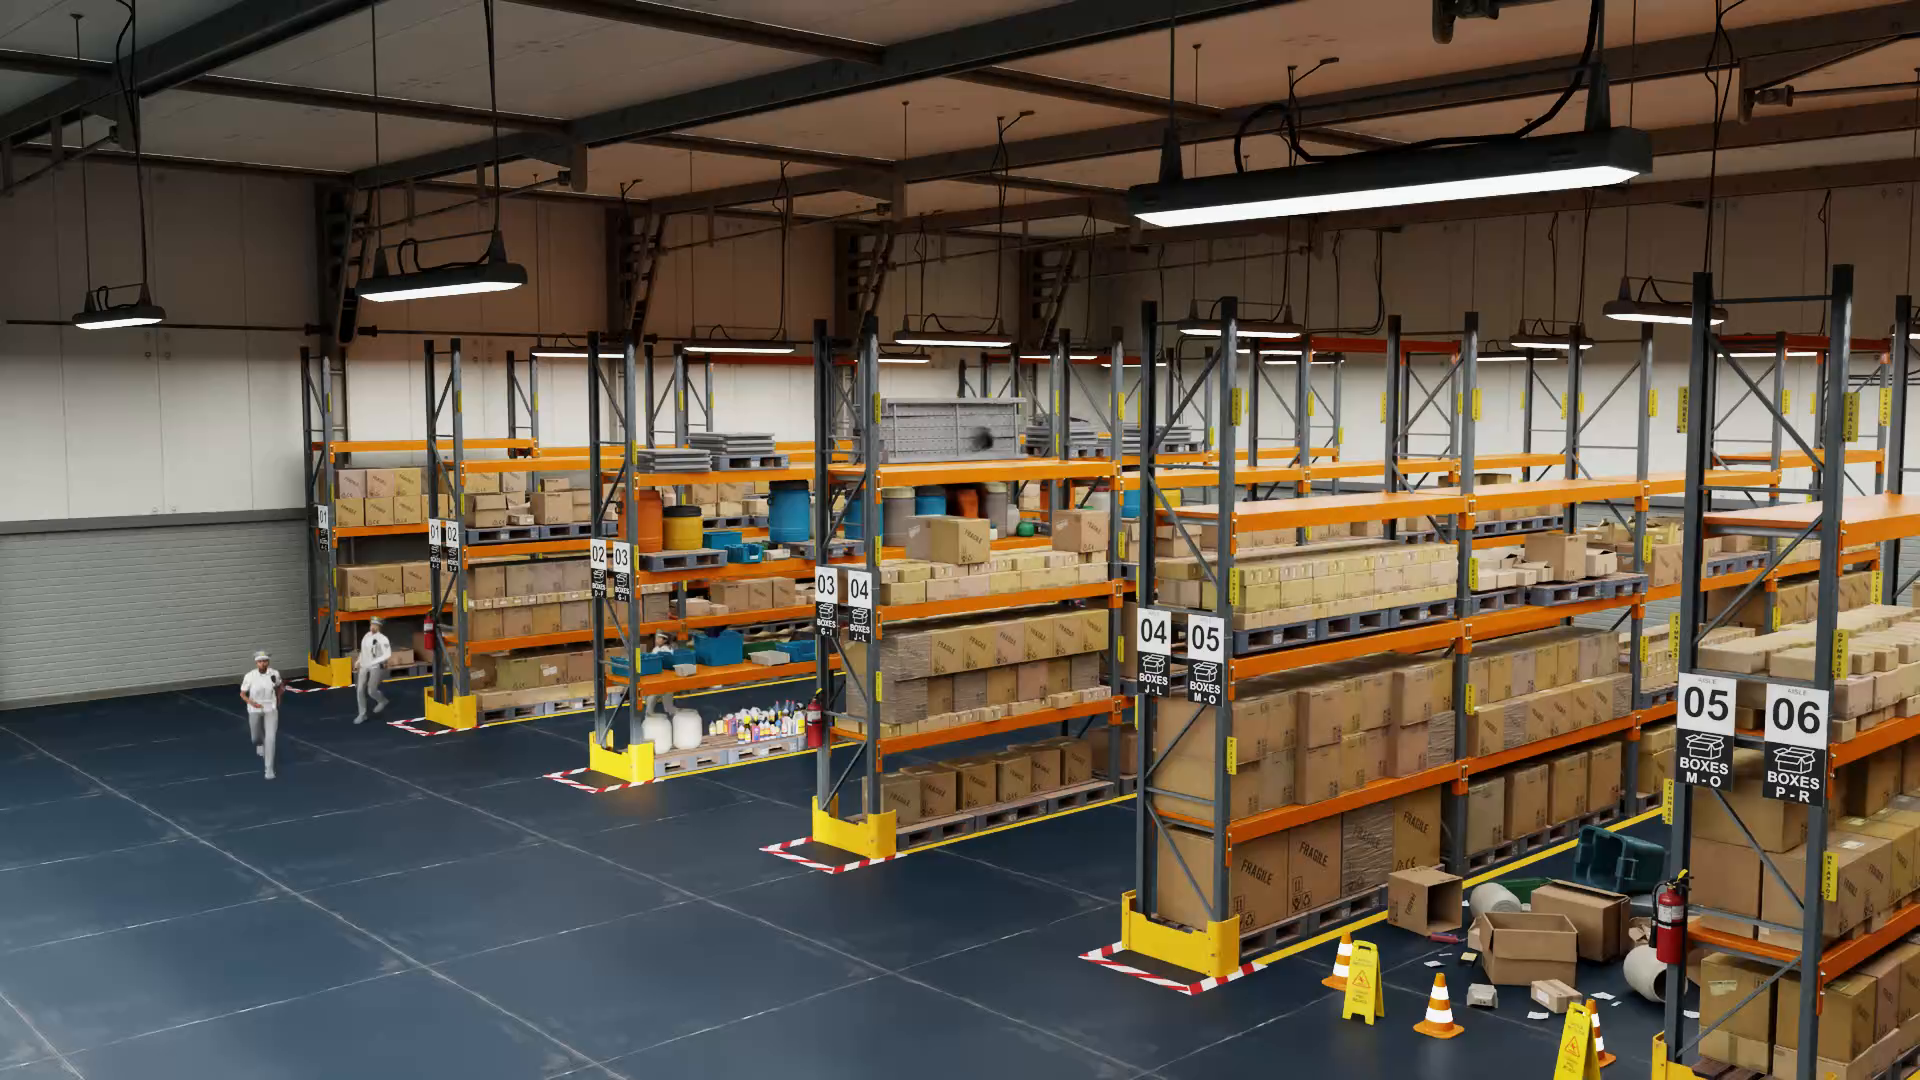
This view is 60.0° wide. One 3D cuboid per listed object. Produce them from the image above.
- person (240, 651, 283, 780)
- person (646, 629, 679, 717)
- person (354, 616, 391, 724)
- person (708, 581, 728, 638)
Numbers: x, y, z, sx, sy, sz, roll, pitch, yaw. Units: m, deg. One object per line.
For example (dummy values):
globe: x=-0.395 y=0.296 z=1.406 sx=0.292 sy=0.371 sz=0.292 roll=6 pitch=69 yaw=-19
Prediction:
person: x=-9.518 y=2.344 z=22.687 sx=0.545 sy=1.707 sz=1.090 roll=-2 pitch=5 yaw=-21
person: x=-4.423 y=2.138 z=24.681 sx=0.618 sy=1.673 sz=0.927 roll=4 pitch=6 yaw=38
person: x=-9.261 y=2.031 z=26.326 sx=0.634 sy=1.684 sz=0.755 roll=2 pitch=5 yaw=17
person: x=-4.583 y=1.585 z=31.709 sx=0.588 sy=1.636 sz=0.769 roll=5 pitch=7 yaw=43
